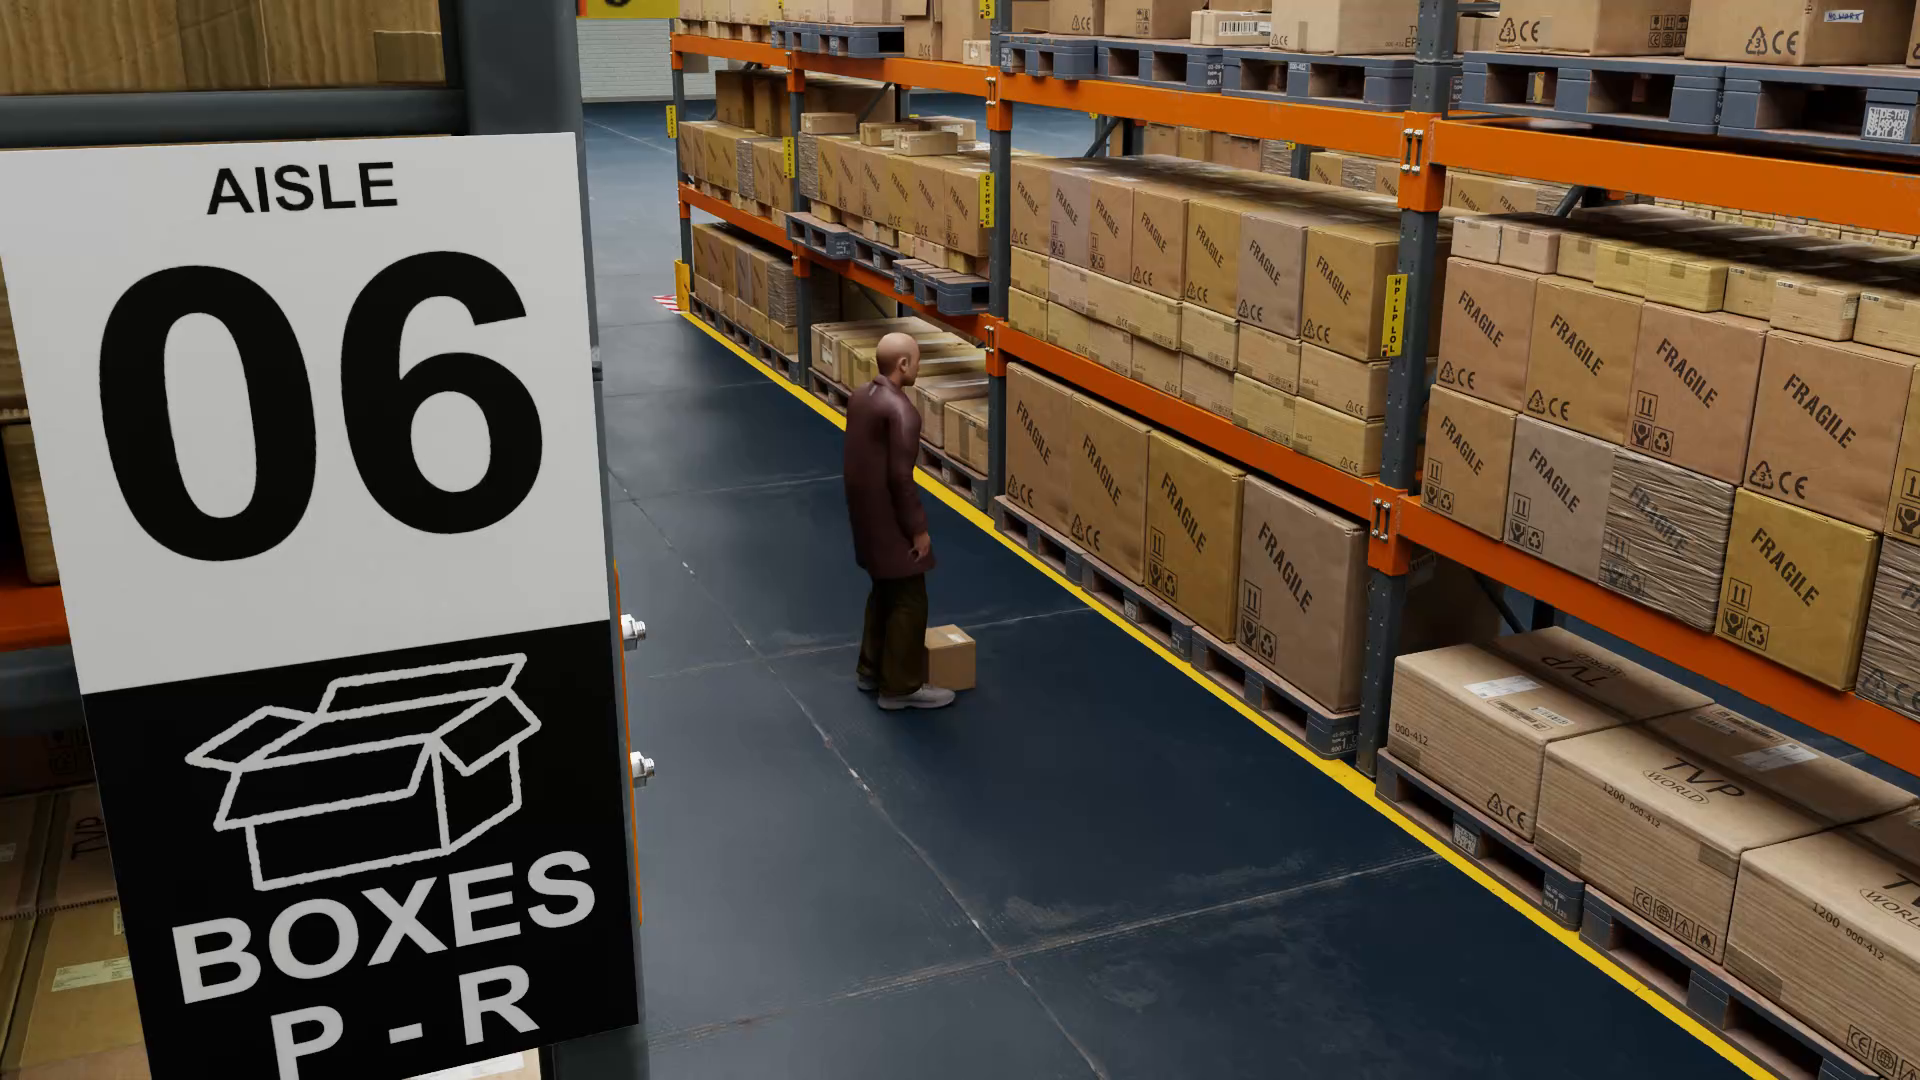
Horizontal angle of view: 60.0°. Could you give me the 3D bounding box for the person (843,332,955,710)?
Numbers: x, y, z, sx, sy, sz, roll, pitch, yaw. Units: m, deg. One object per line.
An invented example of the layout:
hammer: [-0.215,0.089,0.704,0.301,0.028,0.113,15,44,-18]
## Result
person: [-0.322,-0.099,7.882,0.429,1.772,0.643,-9,21,-25]
